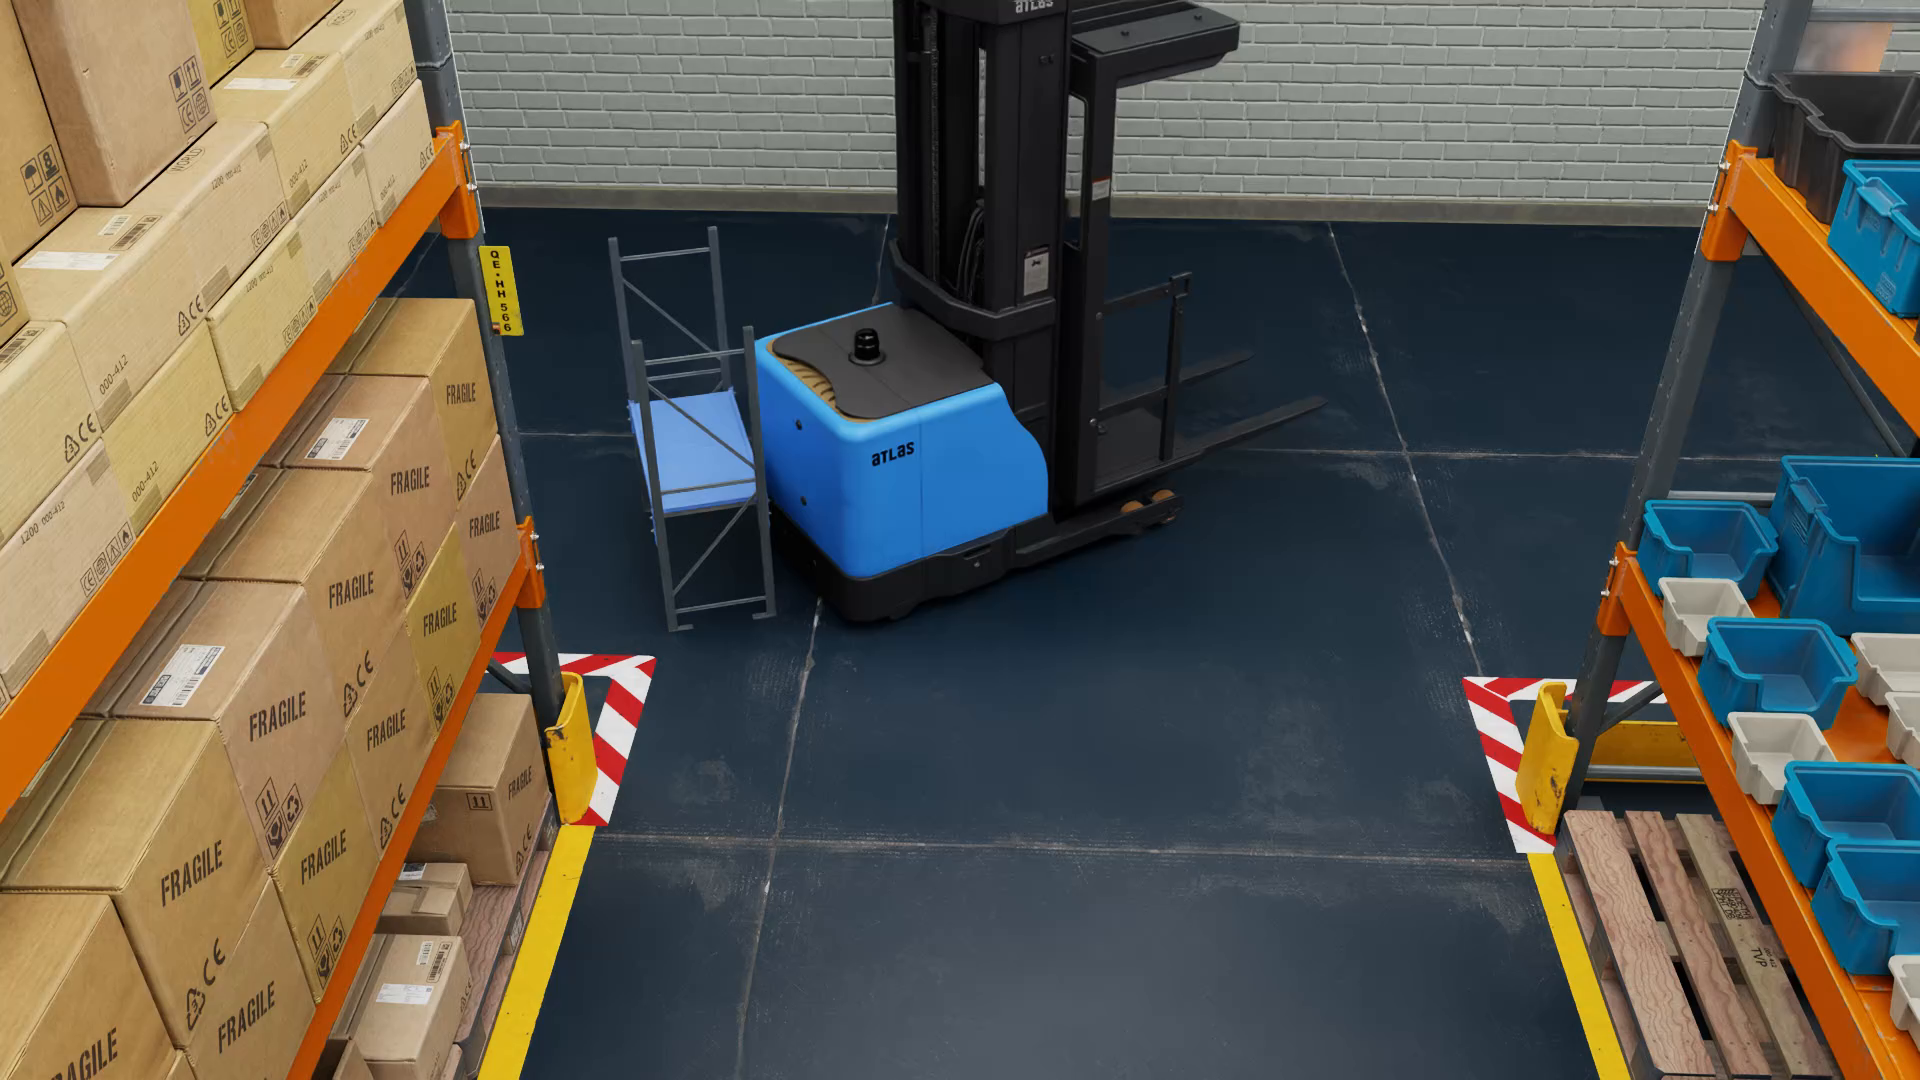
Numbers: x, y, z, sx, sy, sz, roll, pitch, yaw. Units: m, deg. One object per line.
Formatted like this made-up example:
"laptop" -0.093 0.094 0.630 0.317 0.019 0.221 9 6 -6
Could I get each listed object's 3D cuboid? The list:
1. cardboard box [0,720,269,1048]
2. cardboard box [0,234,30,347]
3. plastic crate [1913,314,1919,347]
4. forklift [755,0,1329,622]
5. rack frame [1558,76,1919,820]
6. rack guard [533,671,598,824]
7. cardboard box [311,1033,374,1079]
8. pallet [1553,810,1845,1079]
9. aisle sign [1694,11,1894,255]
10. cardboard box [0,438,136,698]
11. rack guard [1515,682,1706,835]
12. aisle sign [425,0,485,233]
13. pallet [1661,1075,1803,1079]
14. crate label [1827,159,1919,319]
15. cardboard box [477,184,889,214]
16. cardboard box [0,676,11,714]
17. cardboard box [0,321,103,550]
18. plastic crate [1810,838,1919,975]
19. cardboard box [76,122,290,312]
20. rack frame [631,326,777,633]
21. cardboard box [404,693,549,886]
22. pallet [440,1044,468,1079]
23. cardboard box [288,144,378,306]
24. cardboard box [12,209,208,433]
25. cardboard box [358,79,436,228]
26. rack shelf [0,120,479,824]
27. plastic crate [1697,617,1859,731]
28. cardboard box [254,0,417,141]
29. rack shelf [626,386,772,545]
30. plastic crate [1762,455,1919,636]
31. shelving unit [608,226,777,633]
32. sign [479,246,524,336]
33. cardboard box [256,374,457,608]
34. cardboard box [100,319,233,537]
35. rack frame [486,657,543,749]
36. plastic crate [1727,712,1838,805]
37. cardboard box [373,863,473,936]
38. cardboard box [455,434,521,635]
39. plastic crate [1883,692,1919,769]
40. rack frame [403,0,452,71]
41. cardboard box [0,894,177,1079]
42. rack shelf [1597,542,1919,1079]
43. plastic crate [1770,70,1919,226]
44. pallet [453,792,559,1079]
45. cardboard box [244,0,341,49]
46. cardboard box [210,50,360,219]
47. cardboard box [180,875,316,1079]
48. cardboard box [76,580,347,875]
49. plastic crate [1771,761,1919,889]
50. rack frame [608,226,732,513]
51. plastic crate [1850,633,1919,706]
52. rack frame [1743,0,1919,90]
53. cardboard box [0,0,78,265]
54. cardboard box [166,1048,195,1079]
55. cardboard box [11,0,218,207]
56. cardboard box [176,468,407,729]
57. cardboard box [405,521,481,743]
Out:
"cardboard box" -1.900 0.744 3.627 0.500 0.500 0.500 0 35 0
"cardboard box" -2.084 -0.479 2.758 0.700 0.500 0.500 1 35 2
"plastic crate" 2.533 -0.463 3.745 0.504 0.338 0.767 1 35 2
"forklift" 0.525 -1.462 7.781 3.031 2.935 1.130 -20 40 -26
"rack frame" 2.869 -0.132 5.829 1.000 3.000 0.127 1 35 2
"rack guard" -2.083 0.818 6.652 1.175 0.500 0.348 1 35 2
"cardboard box" -2.171 1.811 4.852 0.797 0.503 0.637 1 35 2
"pallet" 2.797 1.482 5.958 1.003 0.211 1.213 1 35 2
"aisle sign" 2.575 -1.244 5.150 0.394 0.787 0.004 1 35 2
"cardboard box" -1.929 0.036 3.112 0.500 0.250 0.500 1 35 2
"rack guard" 2.857 0.877 6.568 1.175 0.500 0.348 1 35 2
"aisle sign" -1.772 -1.344 5.293 0.394 0.787 0.004 1 35 2
"pallet" 2.745 2.181 4.963 1.003 0.211 1.213 1 35 2
"crate label" 2.509 -0.776 4.266 0.408 0.251 0.502 1 35 2
"cardboard box" -3.488 -3.543 10.595 6.002 3.100 0.262 2 35 2
"cardboard box" -1.950 0.323 2.704 0.500 0.250 0.500 1 35 2
"cardboard box" -1.923 -0.169 2.968 0.500 0.250 0.500 1 35 2
"plastic crate" 2.465 0.975 4.347 0.416 0.233 0.300 1 35 2
"cardboard box" -1.890 -0.744 3.786 0.500 0.250 0.500 1 35 2
"rack frame" -1.100 -0.232 7.276 0.500 1.500 0.032 -9 36 -12
"cardboard box" -1.856 0.912 6.135 0.500 0.500 0.500 1 35 2
"pallet" -2.166 2.093 5.088 1.003 0.211 1.213 1 35 2
"cardboard box" -1.869 -0.826 4.339 0.500 0.250 0.500 1 35 2
"cardboard box" -1.903 -0.456 3.377 0.500 0.250 0.500 1 35 2
"cardboard box" -1.838 -1.113 4.747 0.500 0.250 0.500 1 35 2
"rack shelf" -2.161 -0.032 3.704 1.077 0.370 4.000 1 35 2
"plastic crate" 2.504 0.424 5.131 0.416 0.233 0.300 1 35 2
"cardboard box" -1.846 -1.318 4.604 0.500 0.250 0.500 1 35 2
"rack shelf" -1.234 -0.367 7.780 0.538 0.185 1.000 -9 36 -12
"plastic crate" 3.042 0.026 5.522 0.616 0.435 0.499 1 35 2
"shelving unit" -1.234 -0.514 7.677 0.538 1.500 1.048 -9 36 -12
"sign" -1.527 -0.827 5.537 0.100 0.325 0.005 1 35 2
"cardboard box" -1.843 -0.146 4.893 0.500 0.500 0.500 2 35 3
"cardboard box" -1.912 -0.252 3.521 0.500 0.250 0.500 1 35 2
"rack frame" -2.084 -0.249 5.995 0.949 2.616 0.053 1 35 2
"plastic crate" 2.407 0.658 4.883 0.250 0.136 0.298 1 35 2
"cardboard box" -1.962 1.279 5.903 0.380 0.166 0.250 1 35 2
"cardboard box" -1.826 -0.026 5.591 0.500 0.500 0.500 2 35 3
"plastic crate" 2.991 0.590 4.979 0.396 0.136 0.243 1 35 2
"rack frame" -2.080 -2.703 4.270 1.000 3.000 0.127 1 35 2
"cardboard box" -1.921 1.039 3.207 0.500 0.500 0.500 0 35 0
"rack shelf" 2.789 1.311 4.401 1.077 0.370 4.000 1 35 2
"plastic crate" 2.575 -1.091 4.699 0.497 0.269 0.590 1 35 2
"pallet" -2.114 1.394 6.083 1.003 0.211 1.213 1 35 2
"cardboard box" -2.085 -1.630 4.396 0.700 0.500 0.500 1 35 2
"cardboard box" -1.866 -1.031 4.195 0.500 0.250 0.500 1 35 2
"cardboard box" -1.909 1.140 3.932 0.500 0.500 0.500 1 35 2
"cardboard box" -1.880 0.447 4.049 0.500 0.500 0.500 2 35 3
"plastic crate" 2.477 0.803 4.593 0.416 0.233 0.300 1 35 2
"rack frame" -1.367 -0.796 8.078 0.500 1.500 0.032 -9 36 -12
"plastic crate" 3.017 0.424 5.215 0.396 0.136 0.243 1 35 2
"rack frame" 2.869 -2.587 4.104 1.000 3.000 0.127 1 35 2
"cardboard box" -2.216 -0.770 3.172 0.700 0.500 0.500 1 35 2
"cardboard box" -2.147 0.693 4.568 1.079 0.500 3.026 2 35 3
"cardboard box" -2.102 -1.055 3.578 0.700 0.500 0.500 1 35 2
"cardboard box" -1.859 0.152 4.469 0.500 0.500 0.500 2 35 3
"cardboard box" -1.844 0.272 5.167 0.500 0.500 0.500 2 35 2
